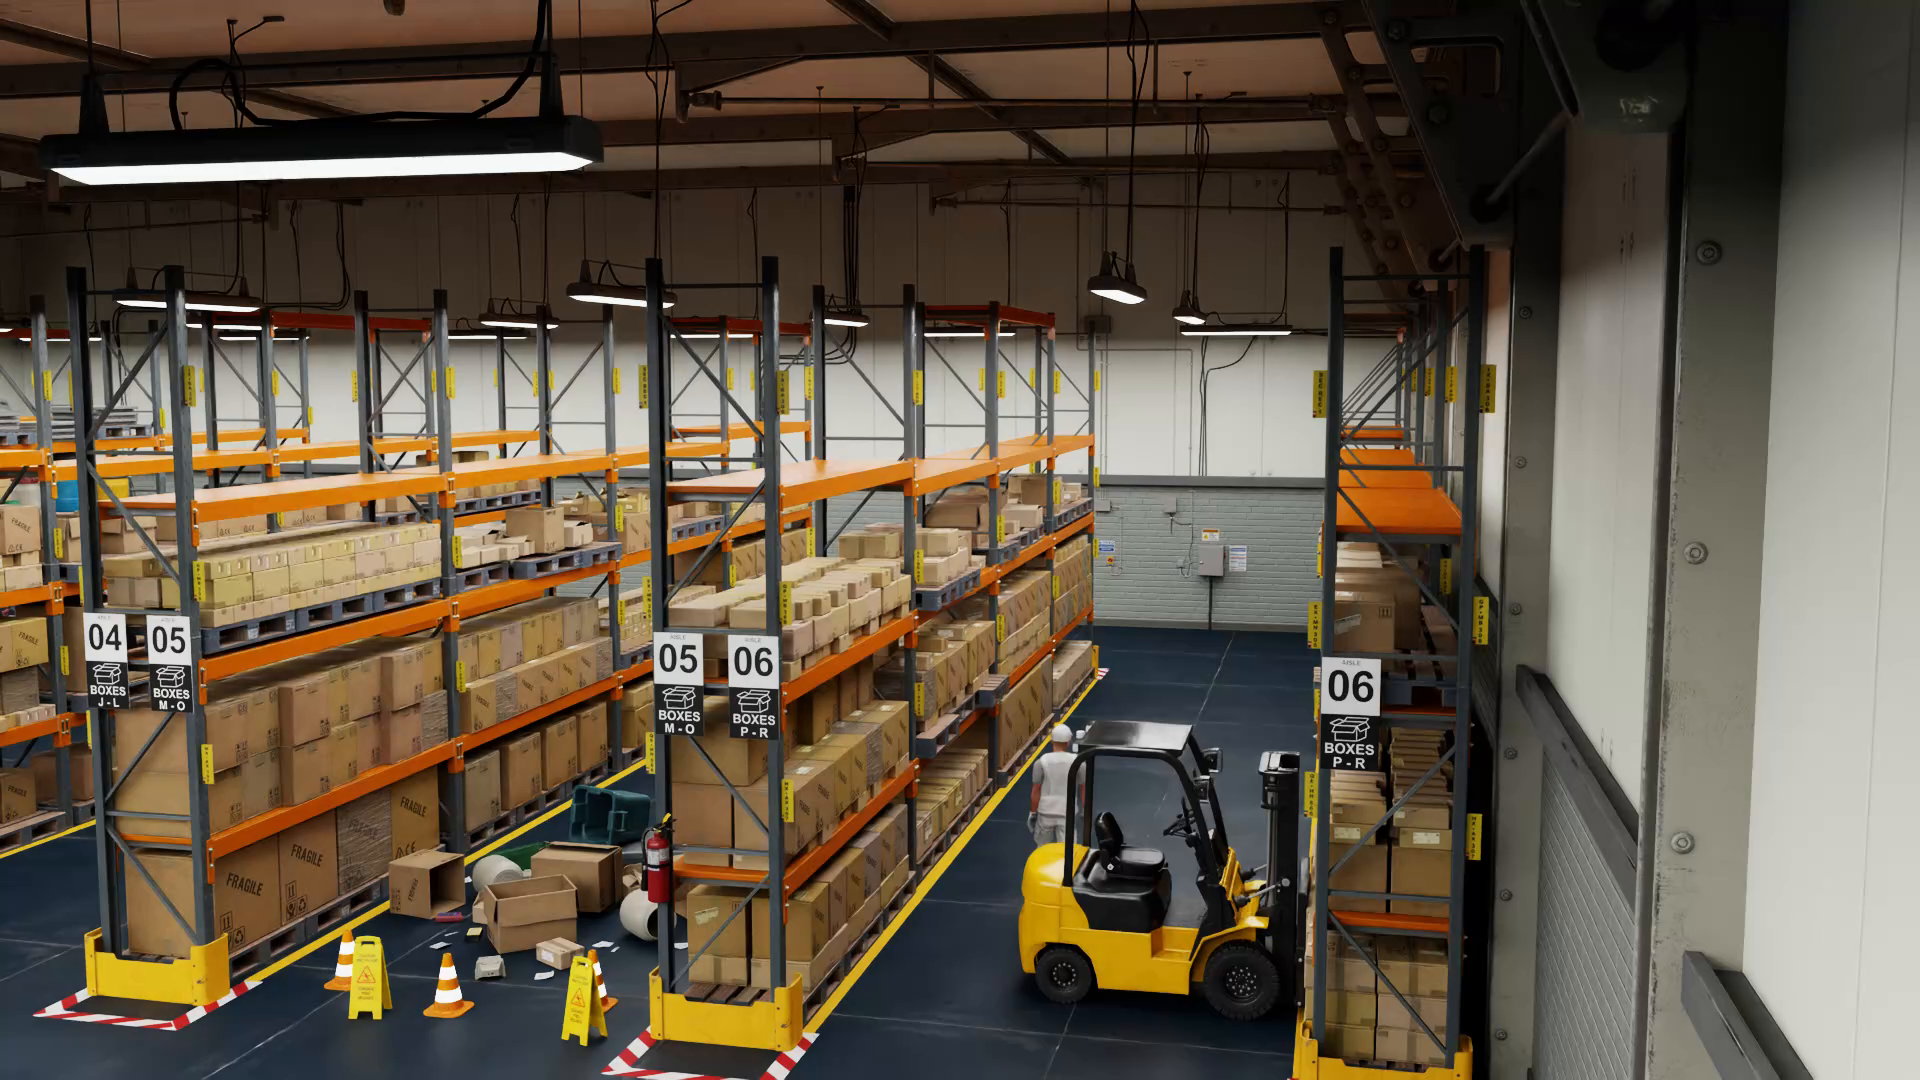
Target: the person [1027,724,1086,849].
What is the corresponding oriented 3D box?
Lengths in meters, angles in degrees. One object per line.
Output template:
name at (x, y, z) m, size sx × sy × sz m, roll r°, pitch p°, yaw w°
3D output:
person at (0.955, 2.661, 16.117) m, size 0.631 × 1.791 × 0.731 m, roll 1°, pitch 6°, yaw 8°
